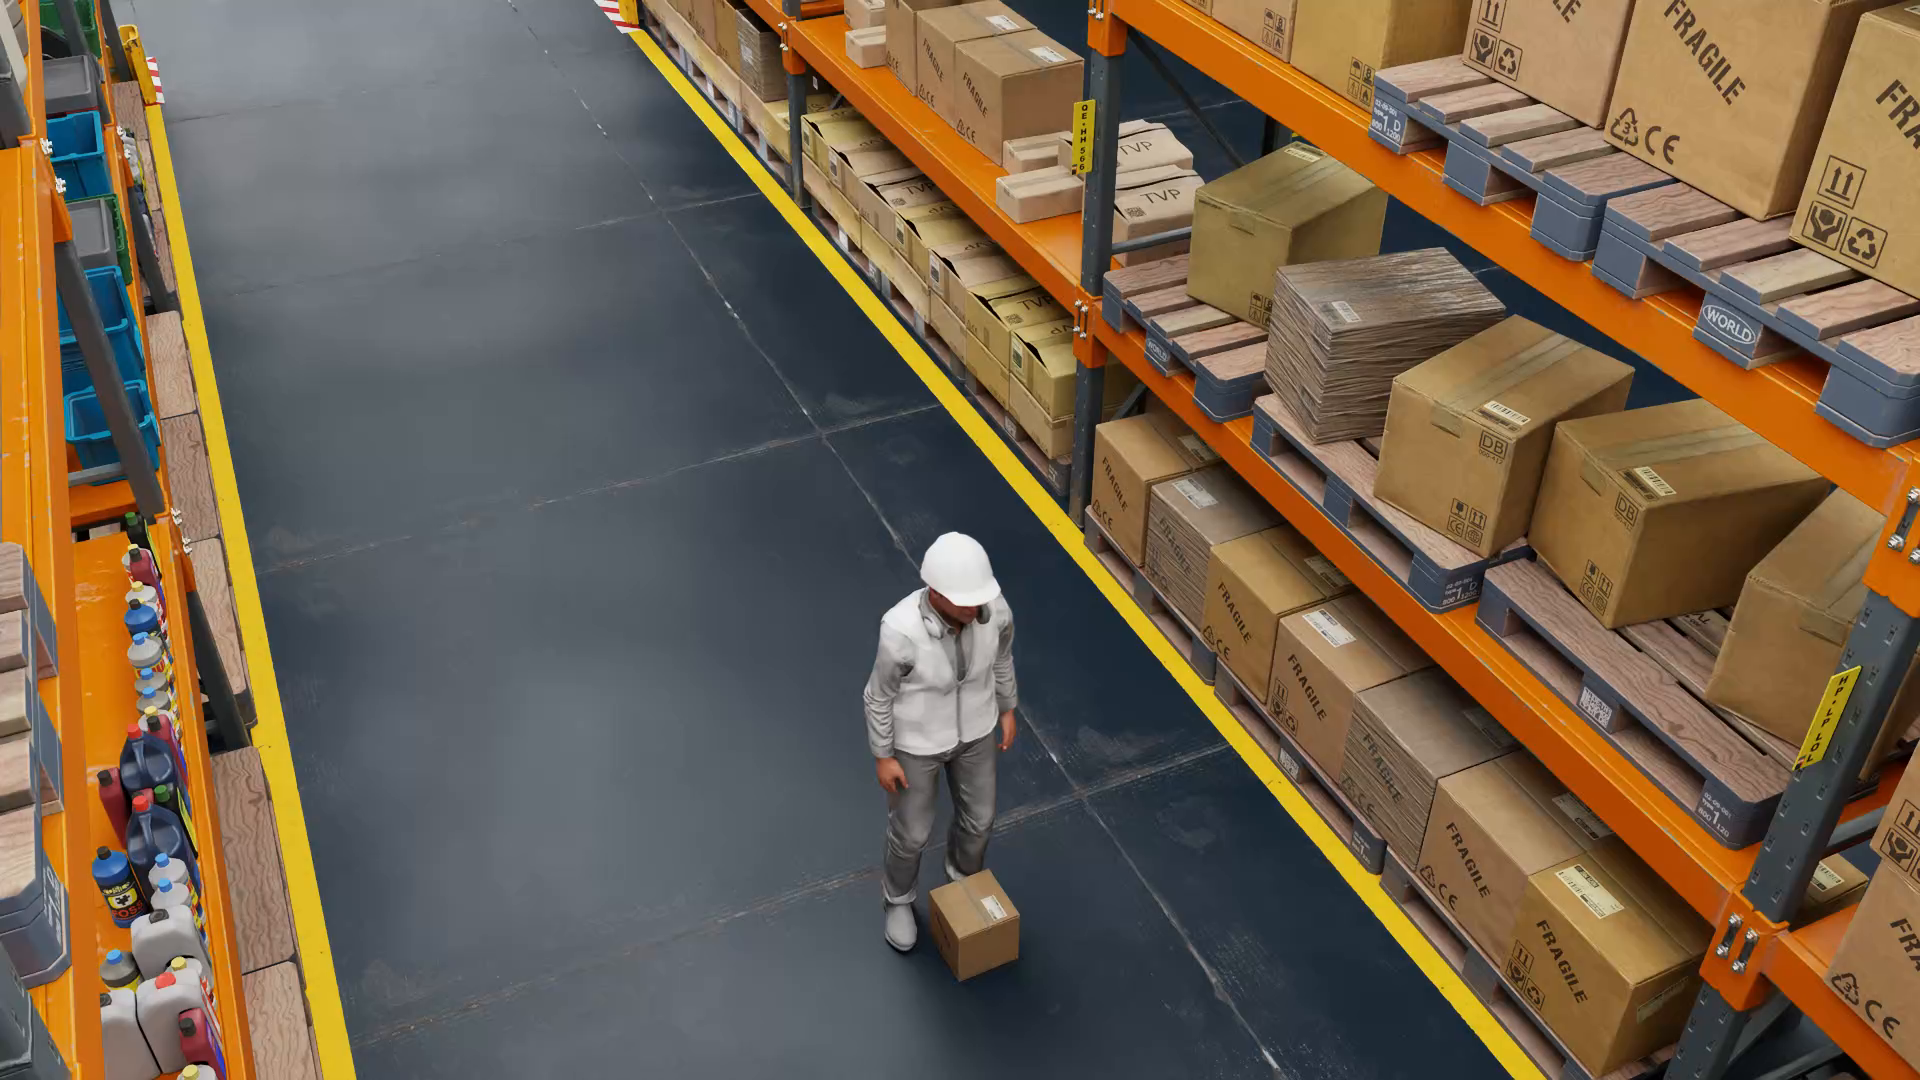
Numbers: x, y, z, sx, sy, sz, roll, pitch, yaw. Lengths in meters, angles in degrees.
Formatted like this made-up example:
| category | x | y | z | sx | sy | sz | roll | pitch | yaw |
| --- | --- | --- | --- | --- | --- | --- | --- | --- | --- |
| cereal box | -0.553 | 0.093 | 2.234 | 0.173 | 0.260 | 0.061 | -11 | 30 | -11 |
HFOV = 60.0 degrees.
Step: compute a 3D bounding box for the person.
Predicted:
| category | x | y | z | sx | sy | sz | roll | pitch | yaw |
| --- | --- | --- | --- | --- | --- | --- | --- | --- | --- |
| person | -0.054 | 0.687 | 5.922 | 0.594 | 1.772 | 0.471 | -18 | 41 | -22 |
